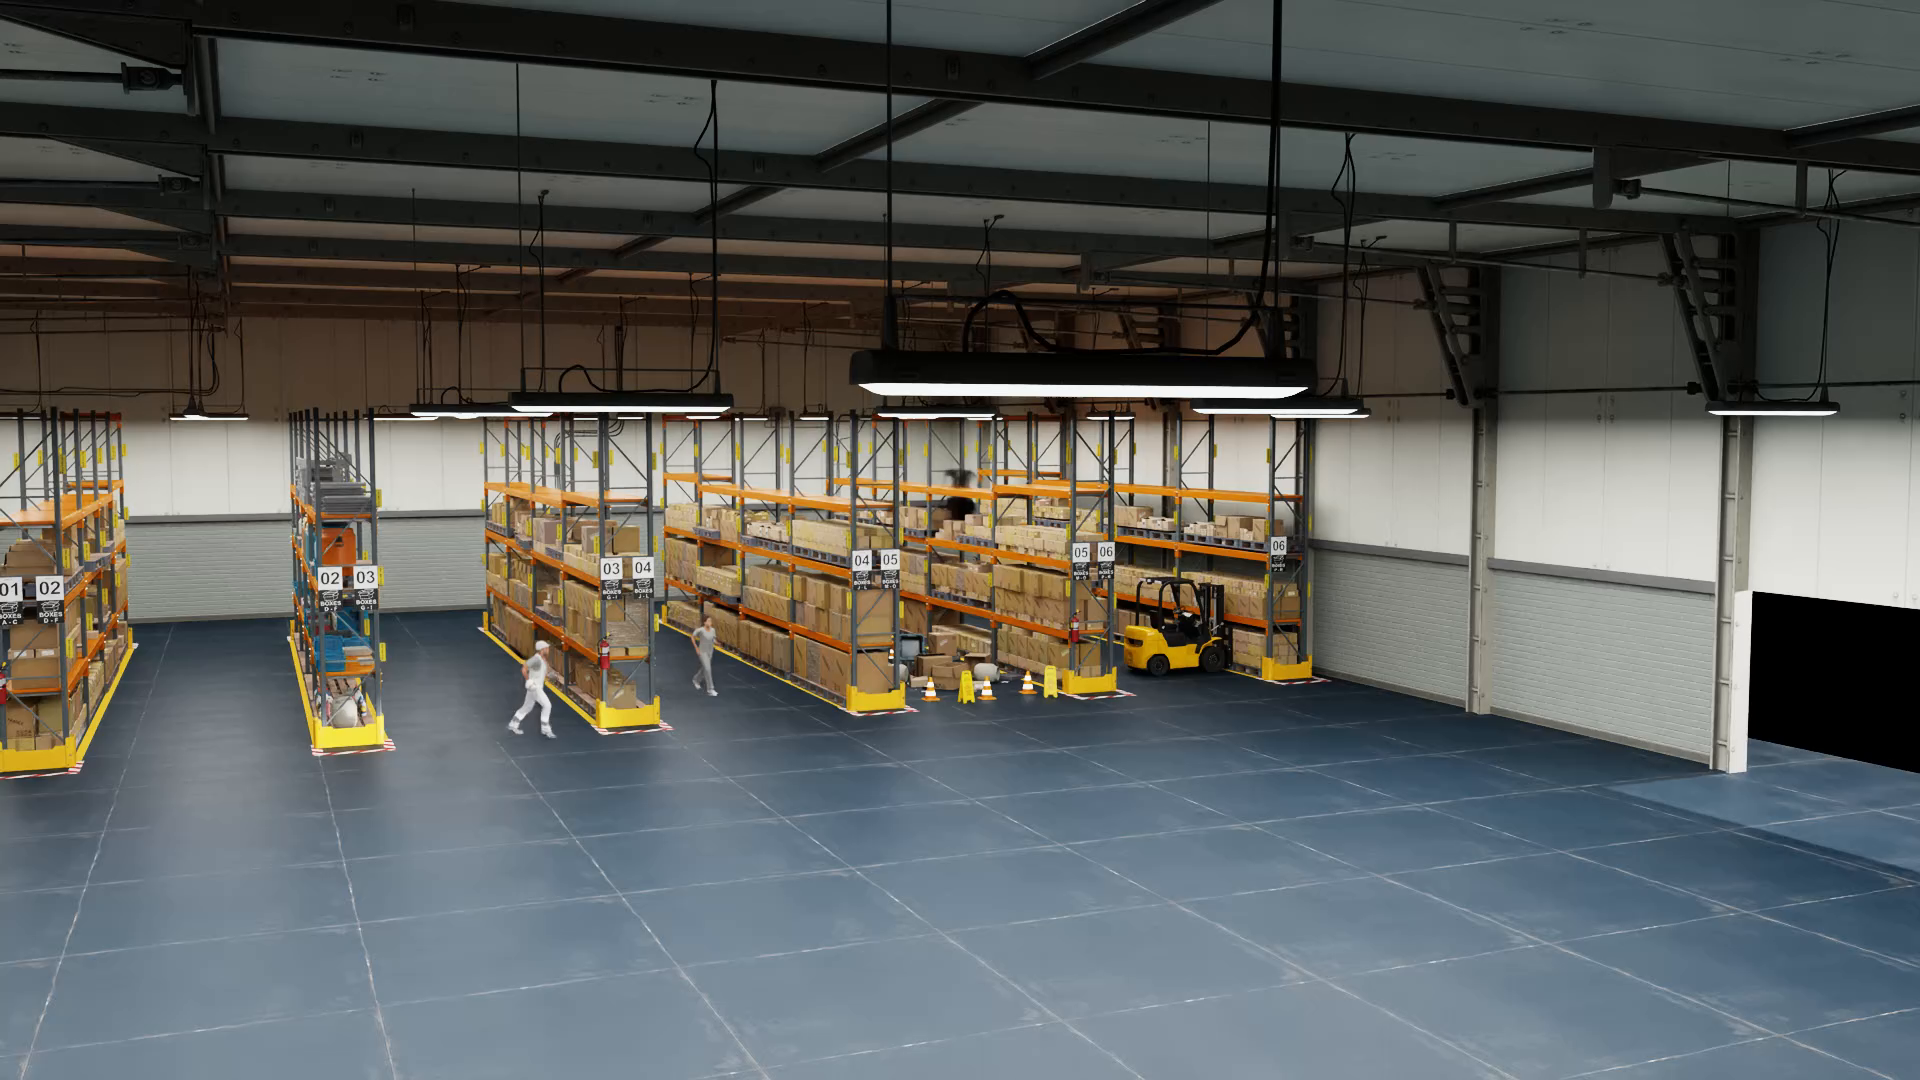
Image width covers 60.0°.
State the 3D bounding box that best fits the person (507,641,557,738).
[{"bbox_3d":[-7.805,2.727,30.297,0.908,1.797,0.683,0,4,-6],"label":"person"}]

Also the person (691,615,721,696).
[{"bbox_3d":[-5.418,2.418,35.248,0.956,1.666,0.534,4,5,42],"label":"person"}]
